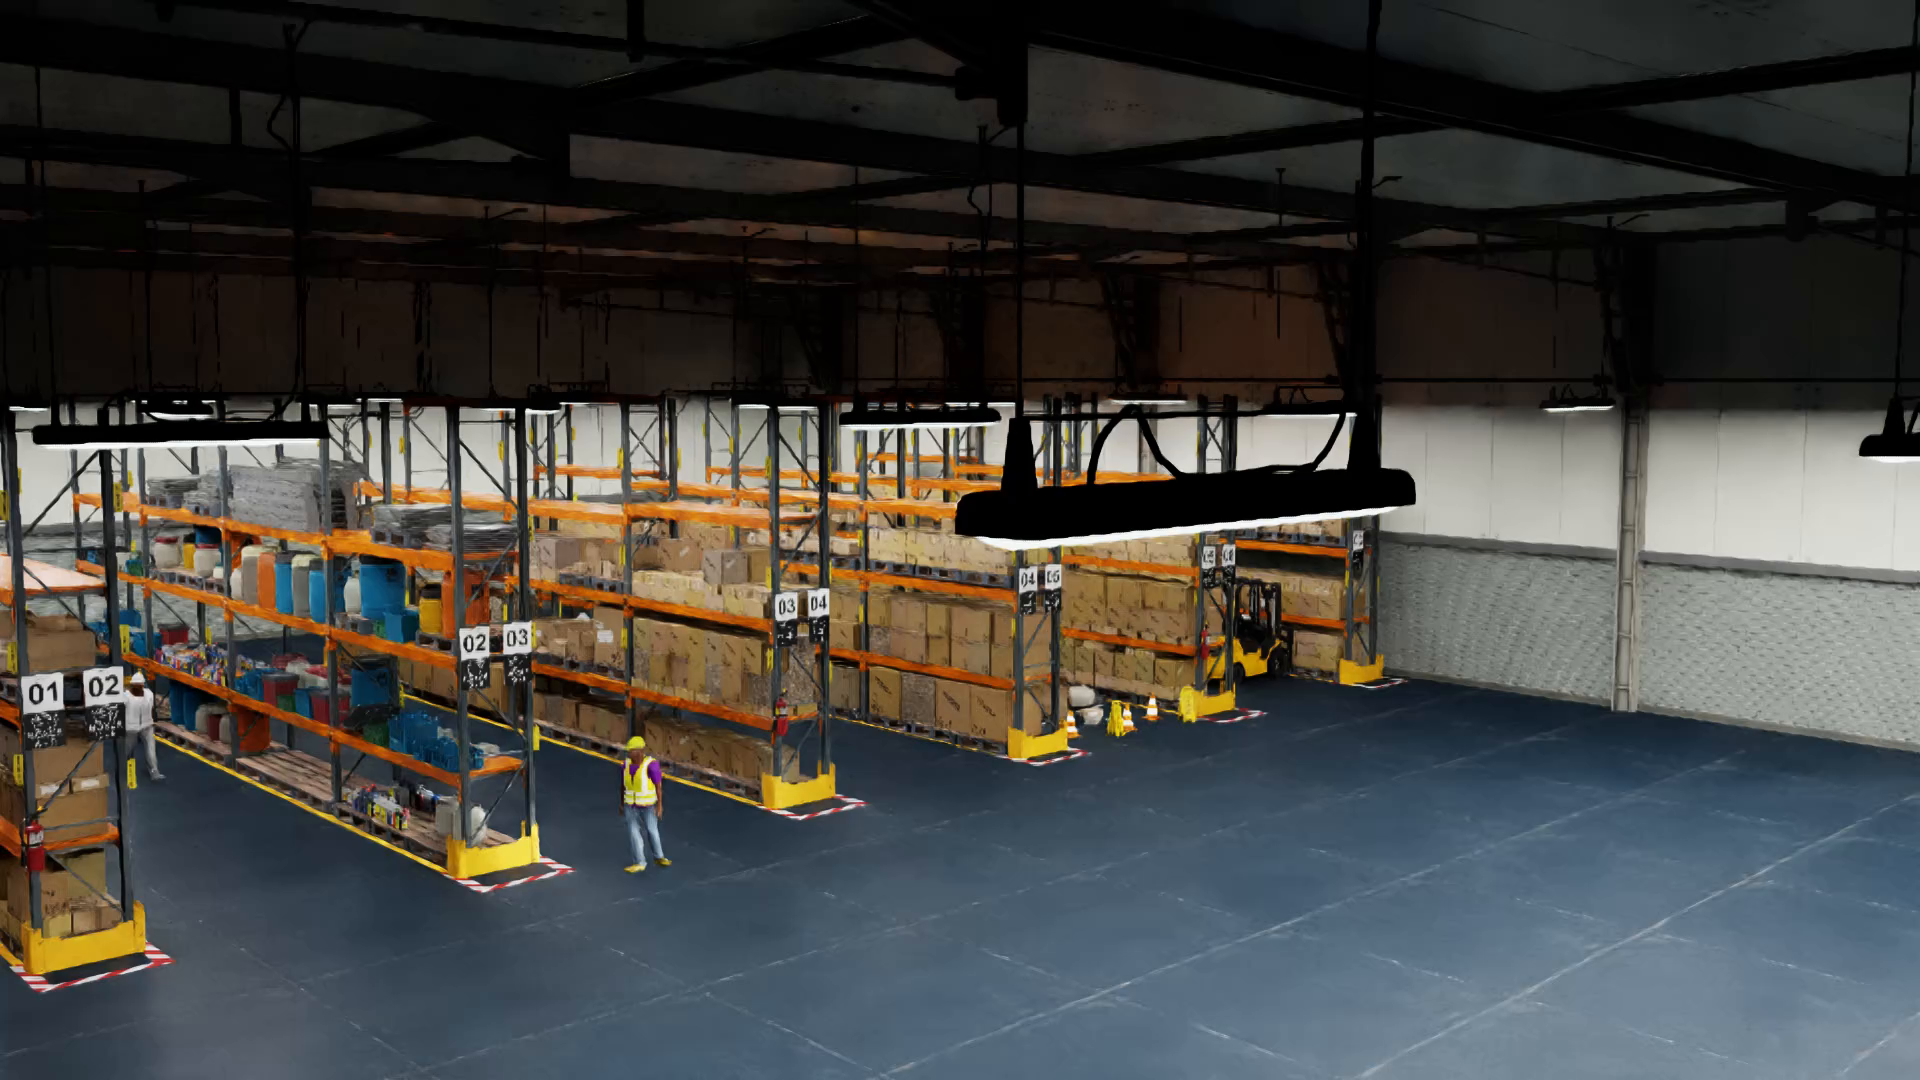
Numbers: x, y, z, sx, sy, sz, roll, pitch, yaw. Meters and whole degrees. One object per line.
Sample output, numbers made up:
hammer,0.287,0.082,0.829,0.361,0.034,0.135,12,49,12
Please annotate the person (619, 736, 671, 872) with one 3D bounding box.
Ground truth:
person,-4.102,3.389,21.496,0.658,1.759,0.540,2,6,18

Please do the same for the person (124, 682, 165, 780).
person,-13.006,2.956,26.310,0.575,1.653,1.121,-5,7,-40
